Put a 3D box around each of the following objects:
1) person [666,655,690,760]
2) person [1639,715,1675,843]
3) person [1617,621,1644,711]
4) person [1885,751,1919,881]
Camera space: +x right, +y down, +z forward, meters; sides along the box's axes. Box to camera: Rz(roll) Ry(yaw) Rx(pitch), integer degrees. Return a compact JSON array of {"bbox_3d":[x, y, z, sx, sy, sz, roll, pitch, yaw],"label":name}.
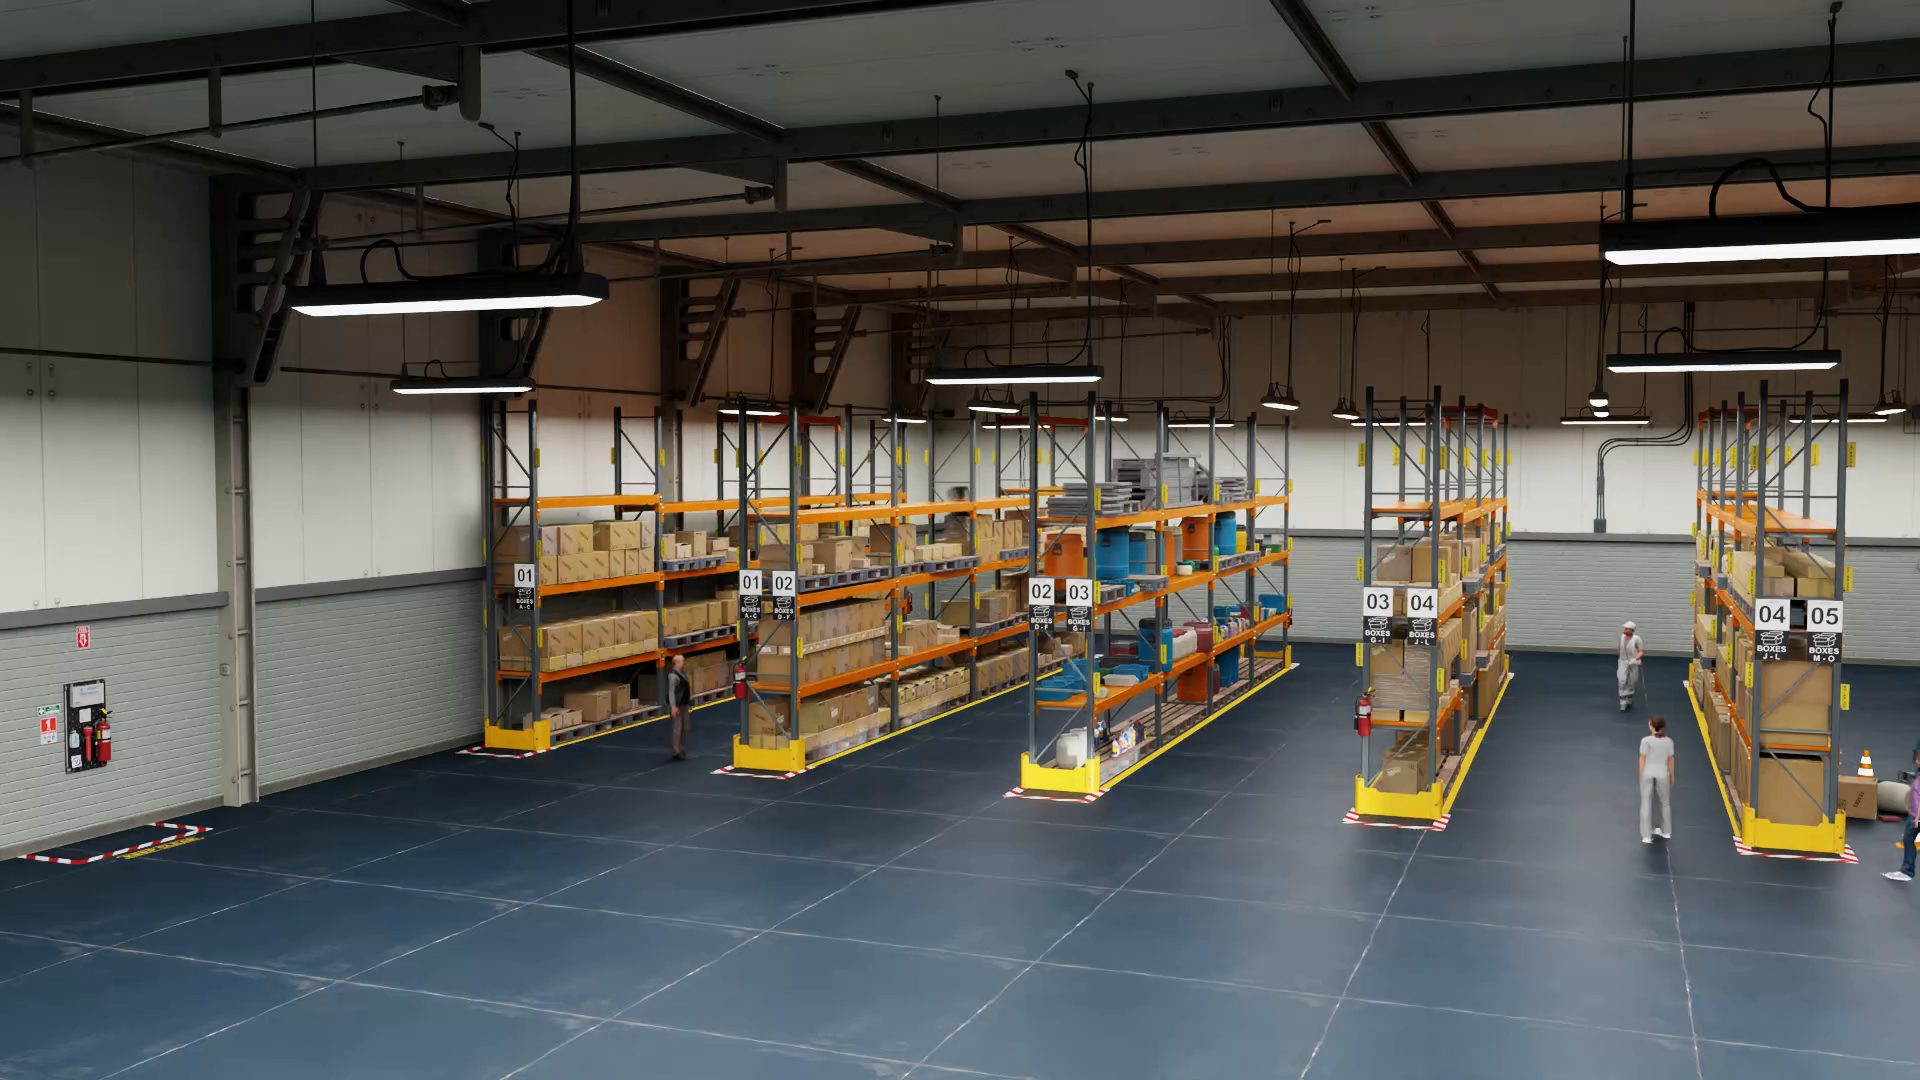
[{"bbox_3d":[-4.691,2.816,27.743,0.396,1.805,0.620,1,3,10],"label":"person"},{"bbox_3d":[9.119,3.097,21.766,0.427,1.666,0.604,1,3,24],"label":"person"},{"bbox_3d":[13.398,2.525,33.233,0.492,1.812,0.881,1,3,22],"label":"person"},{"bbox_3d":[11.375,3.245,19.538,0.802,1.572,0.389,0,3,4],"label":"person"}]
